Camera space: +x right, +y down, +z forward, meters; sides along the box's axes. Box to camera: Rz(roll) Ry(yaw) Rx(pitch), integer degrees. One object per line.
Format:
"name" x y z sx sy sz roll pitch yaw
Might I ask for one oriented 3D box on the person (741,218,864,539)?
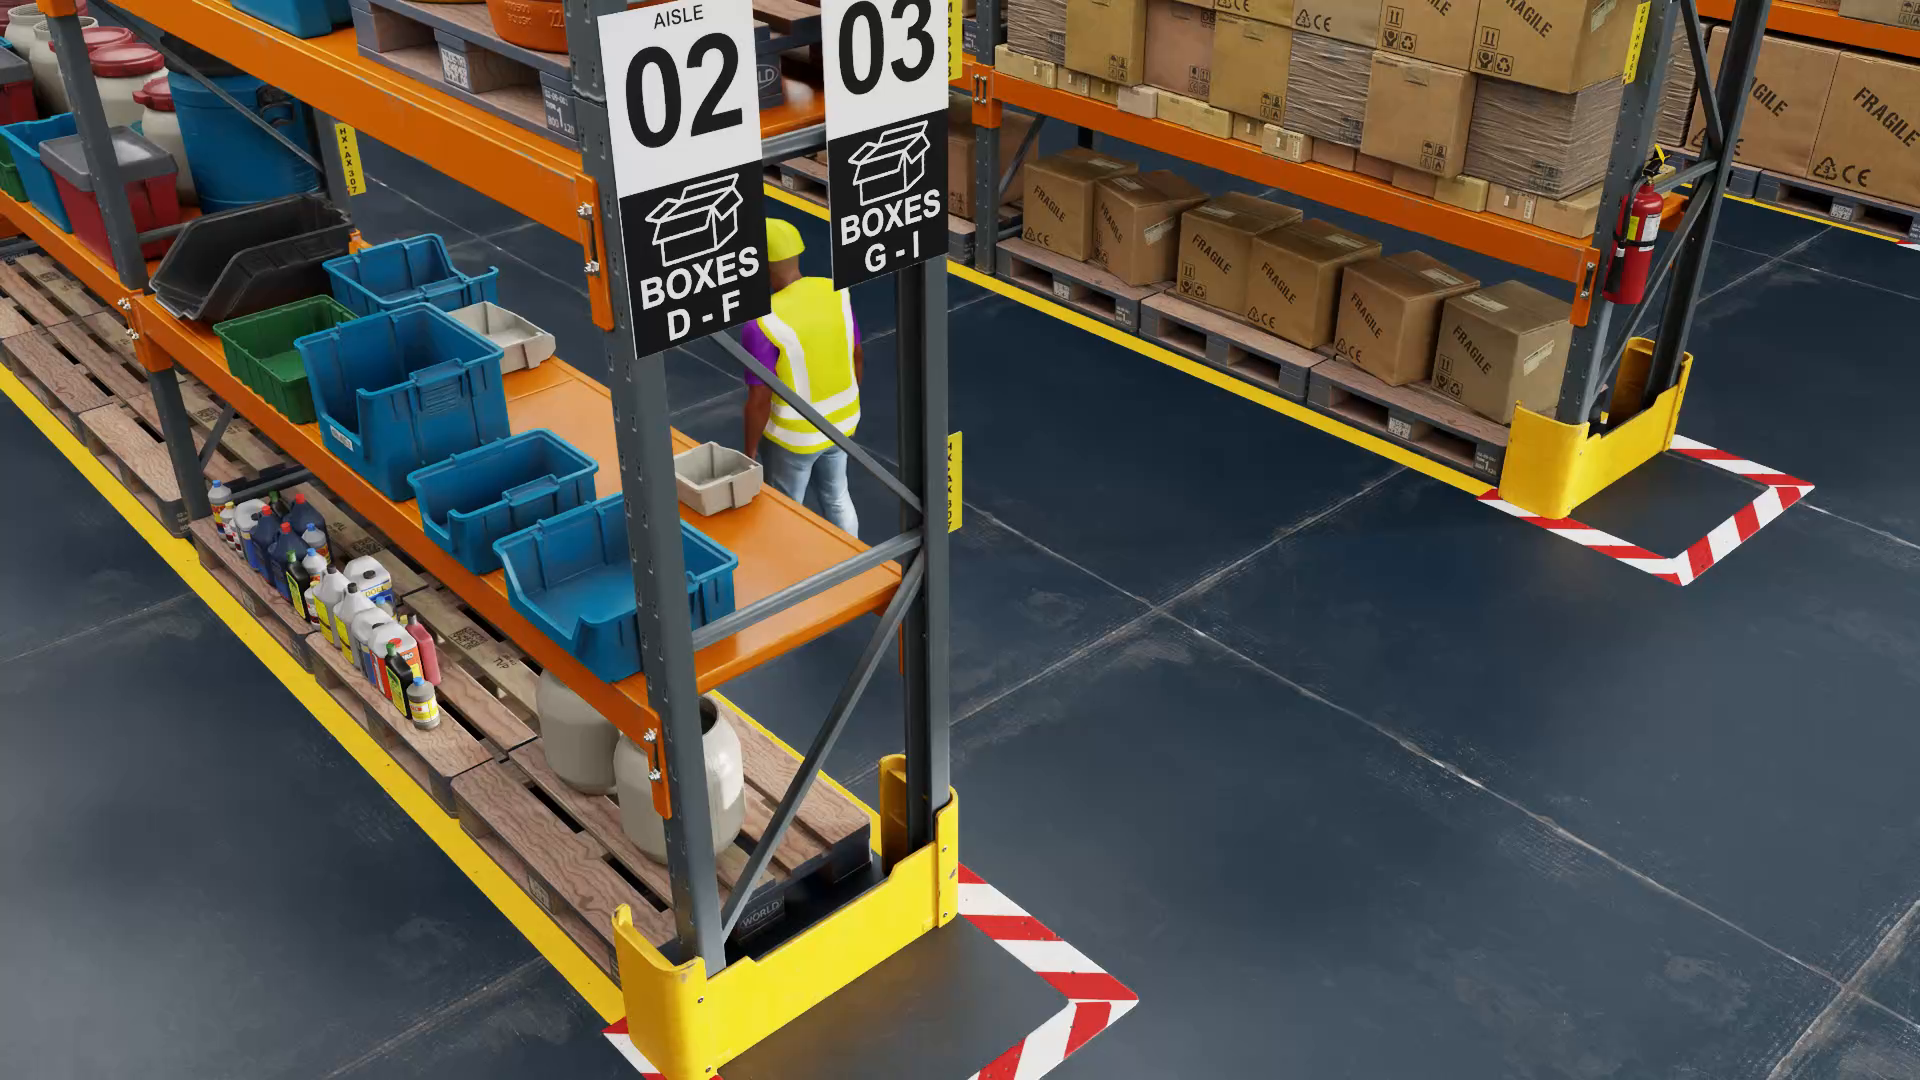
"person" -0.663 -0.490 6.917 0.461 1.759 0.629 27 41 36
